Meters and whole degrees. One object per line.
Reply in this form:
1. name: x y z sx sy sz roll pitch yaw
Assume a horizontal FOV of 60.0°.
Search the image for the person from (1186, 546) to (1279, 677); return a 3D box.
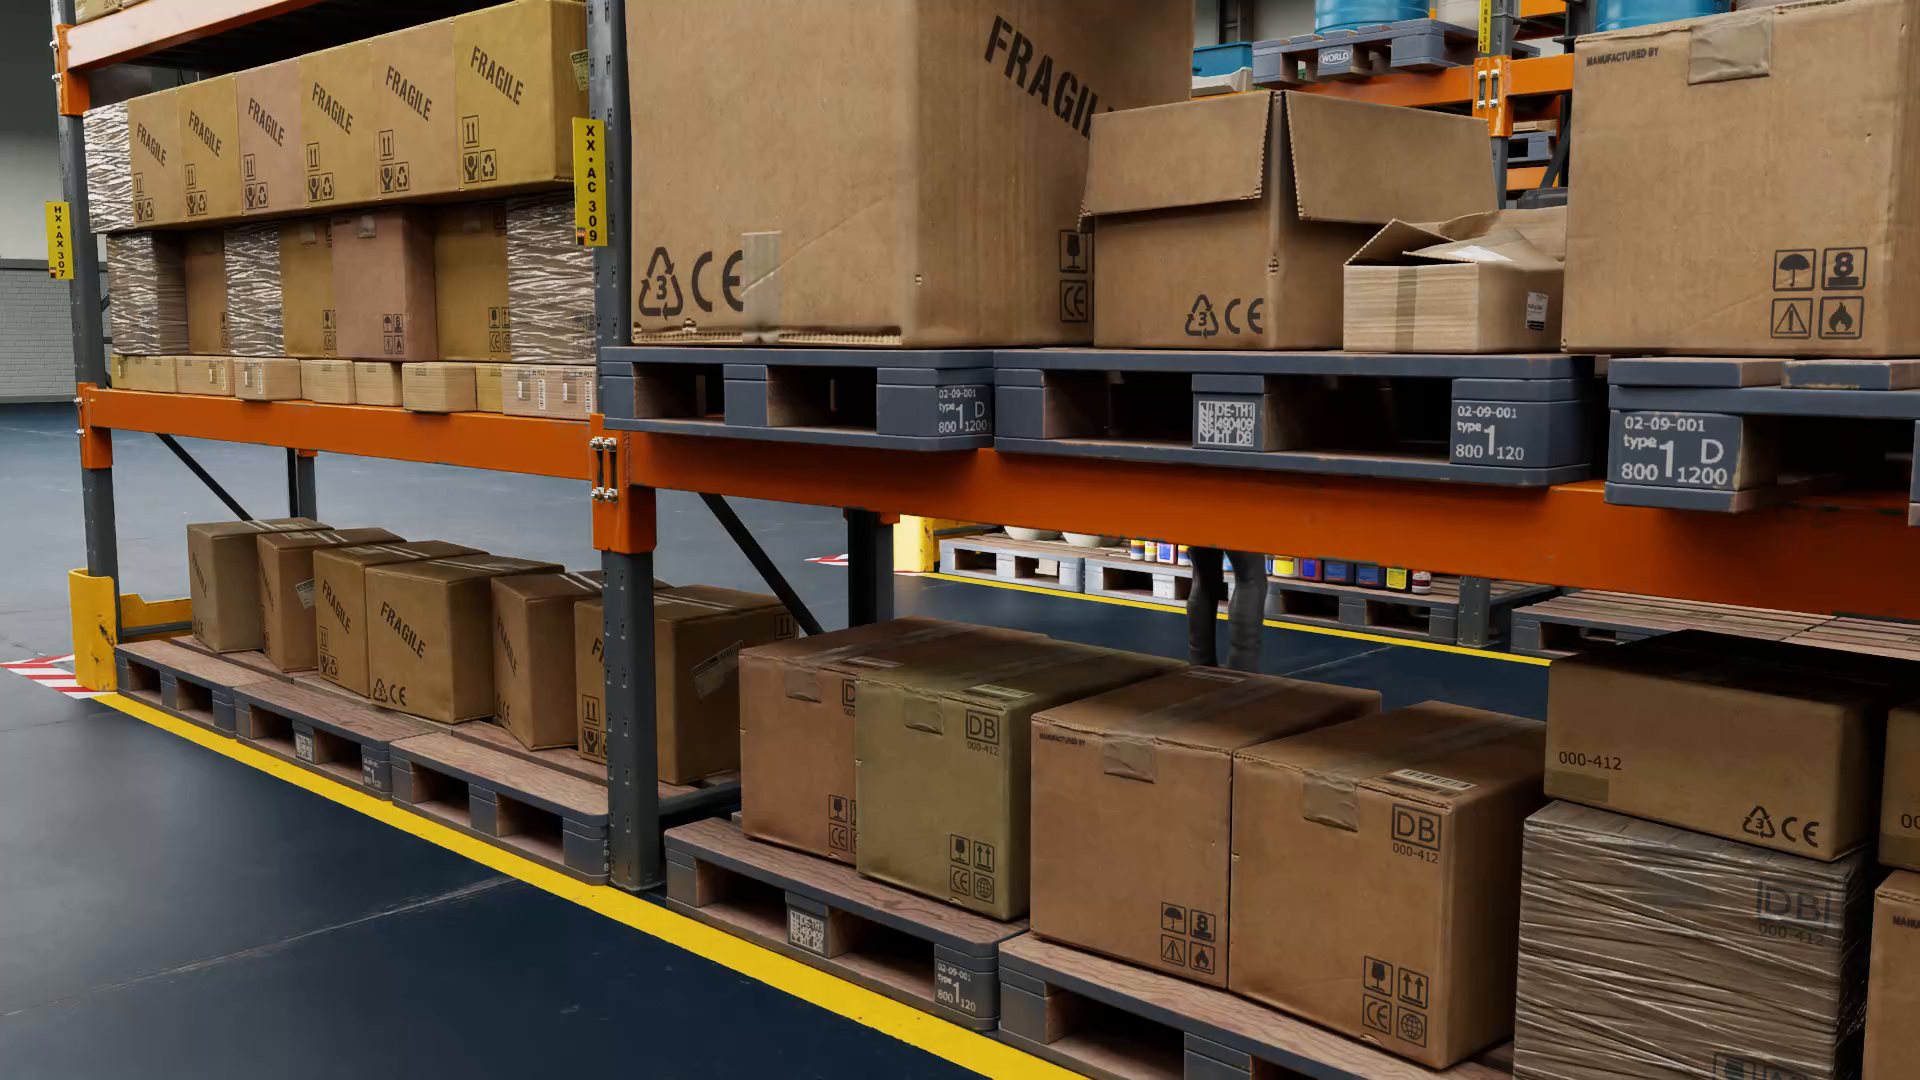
1. person: 1.159 -0.182 7.206 0.488 1.661 0.398 7 10 42
